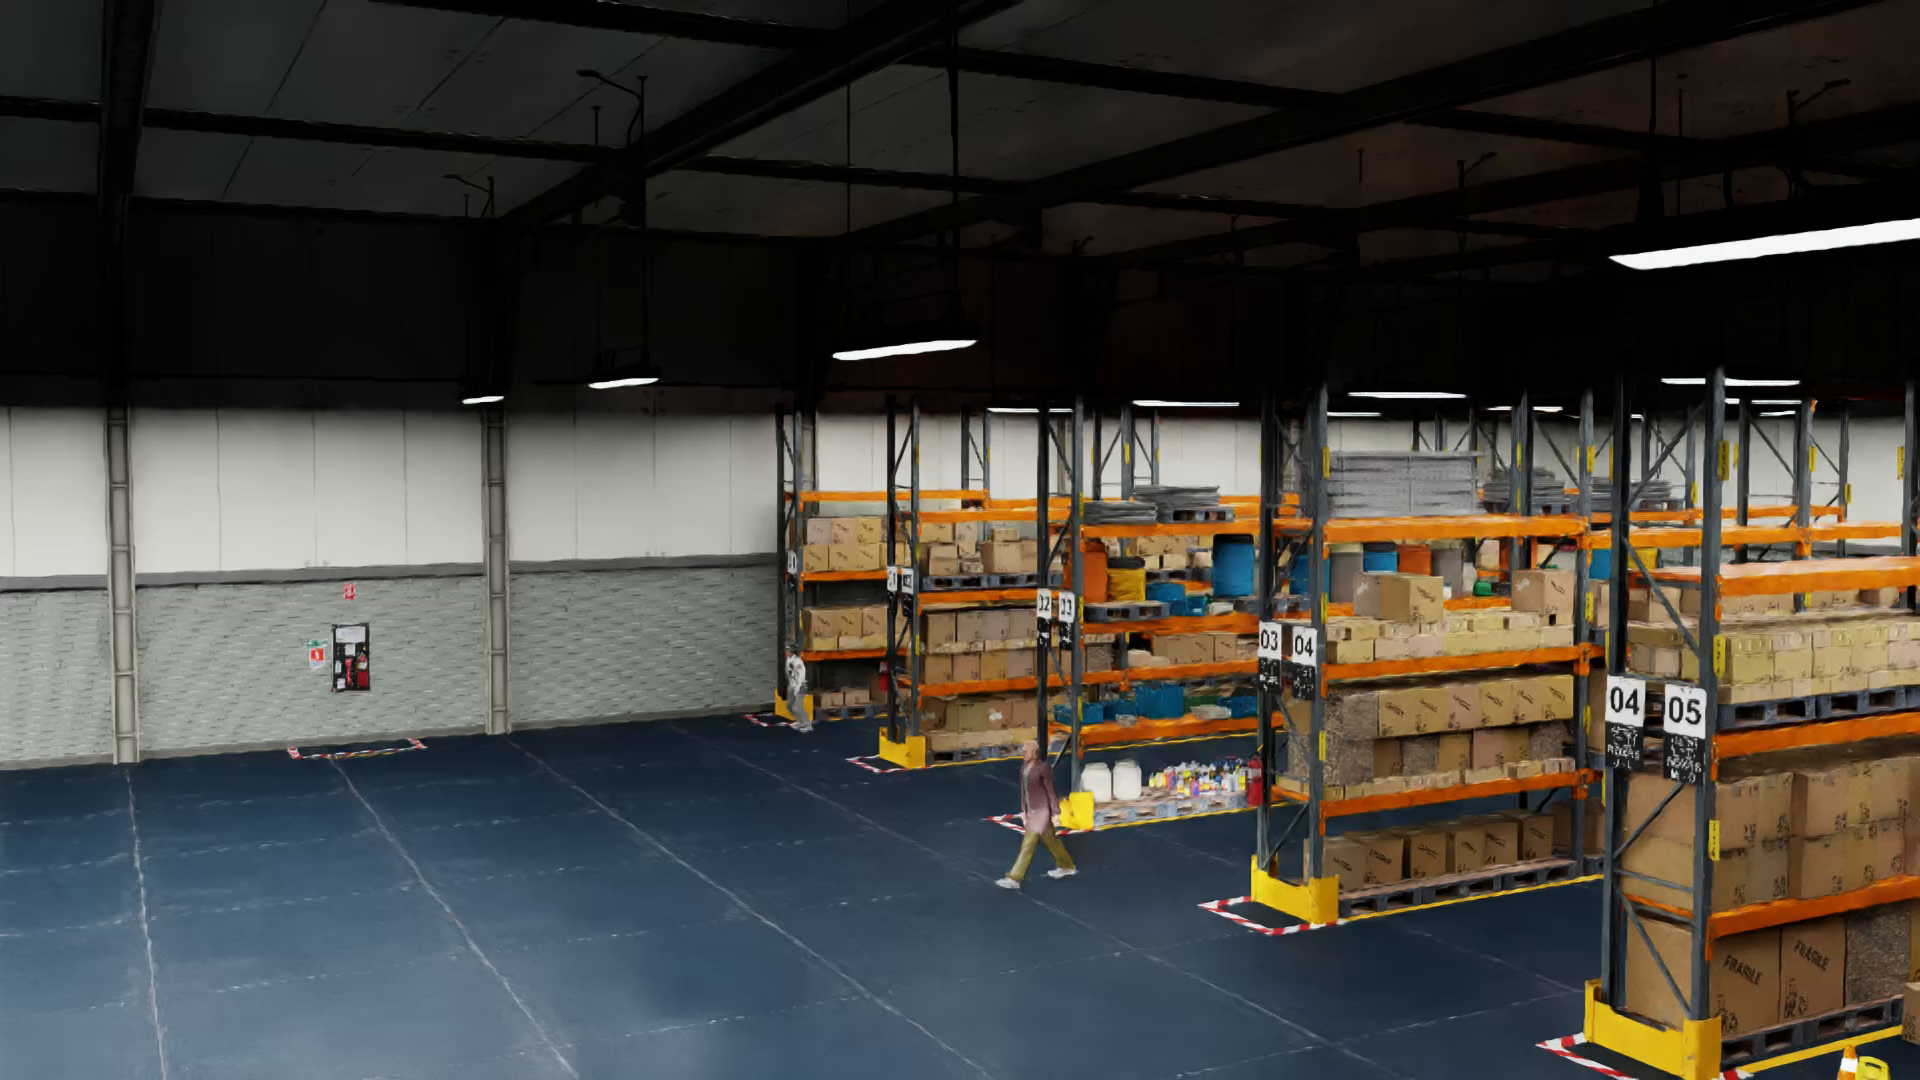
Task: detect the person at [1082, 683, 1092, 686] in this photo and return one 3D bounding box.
[{"bbox_3d":[2.248,2.624,30.636,0.506,1.632,0.639,-2,4,-29],"label":"person"}]

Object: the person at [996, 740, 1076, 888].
[{"bbox_3d":[0.875,3.186,19.561,1.193,1.693,0.598,-2,4,-26],"label":"person"}]

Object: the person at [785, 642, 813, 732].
[{"bbox_3d":[-2.948,2.651,30.146,0.508,1.631,0.639,-2,4,-29],"label":"person"}]
